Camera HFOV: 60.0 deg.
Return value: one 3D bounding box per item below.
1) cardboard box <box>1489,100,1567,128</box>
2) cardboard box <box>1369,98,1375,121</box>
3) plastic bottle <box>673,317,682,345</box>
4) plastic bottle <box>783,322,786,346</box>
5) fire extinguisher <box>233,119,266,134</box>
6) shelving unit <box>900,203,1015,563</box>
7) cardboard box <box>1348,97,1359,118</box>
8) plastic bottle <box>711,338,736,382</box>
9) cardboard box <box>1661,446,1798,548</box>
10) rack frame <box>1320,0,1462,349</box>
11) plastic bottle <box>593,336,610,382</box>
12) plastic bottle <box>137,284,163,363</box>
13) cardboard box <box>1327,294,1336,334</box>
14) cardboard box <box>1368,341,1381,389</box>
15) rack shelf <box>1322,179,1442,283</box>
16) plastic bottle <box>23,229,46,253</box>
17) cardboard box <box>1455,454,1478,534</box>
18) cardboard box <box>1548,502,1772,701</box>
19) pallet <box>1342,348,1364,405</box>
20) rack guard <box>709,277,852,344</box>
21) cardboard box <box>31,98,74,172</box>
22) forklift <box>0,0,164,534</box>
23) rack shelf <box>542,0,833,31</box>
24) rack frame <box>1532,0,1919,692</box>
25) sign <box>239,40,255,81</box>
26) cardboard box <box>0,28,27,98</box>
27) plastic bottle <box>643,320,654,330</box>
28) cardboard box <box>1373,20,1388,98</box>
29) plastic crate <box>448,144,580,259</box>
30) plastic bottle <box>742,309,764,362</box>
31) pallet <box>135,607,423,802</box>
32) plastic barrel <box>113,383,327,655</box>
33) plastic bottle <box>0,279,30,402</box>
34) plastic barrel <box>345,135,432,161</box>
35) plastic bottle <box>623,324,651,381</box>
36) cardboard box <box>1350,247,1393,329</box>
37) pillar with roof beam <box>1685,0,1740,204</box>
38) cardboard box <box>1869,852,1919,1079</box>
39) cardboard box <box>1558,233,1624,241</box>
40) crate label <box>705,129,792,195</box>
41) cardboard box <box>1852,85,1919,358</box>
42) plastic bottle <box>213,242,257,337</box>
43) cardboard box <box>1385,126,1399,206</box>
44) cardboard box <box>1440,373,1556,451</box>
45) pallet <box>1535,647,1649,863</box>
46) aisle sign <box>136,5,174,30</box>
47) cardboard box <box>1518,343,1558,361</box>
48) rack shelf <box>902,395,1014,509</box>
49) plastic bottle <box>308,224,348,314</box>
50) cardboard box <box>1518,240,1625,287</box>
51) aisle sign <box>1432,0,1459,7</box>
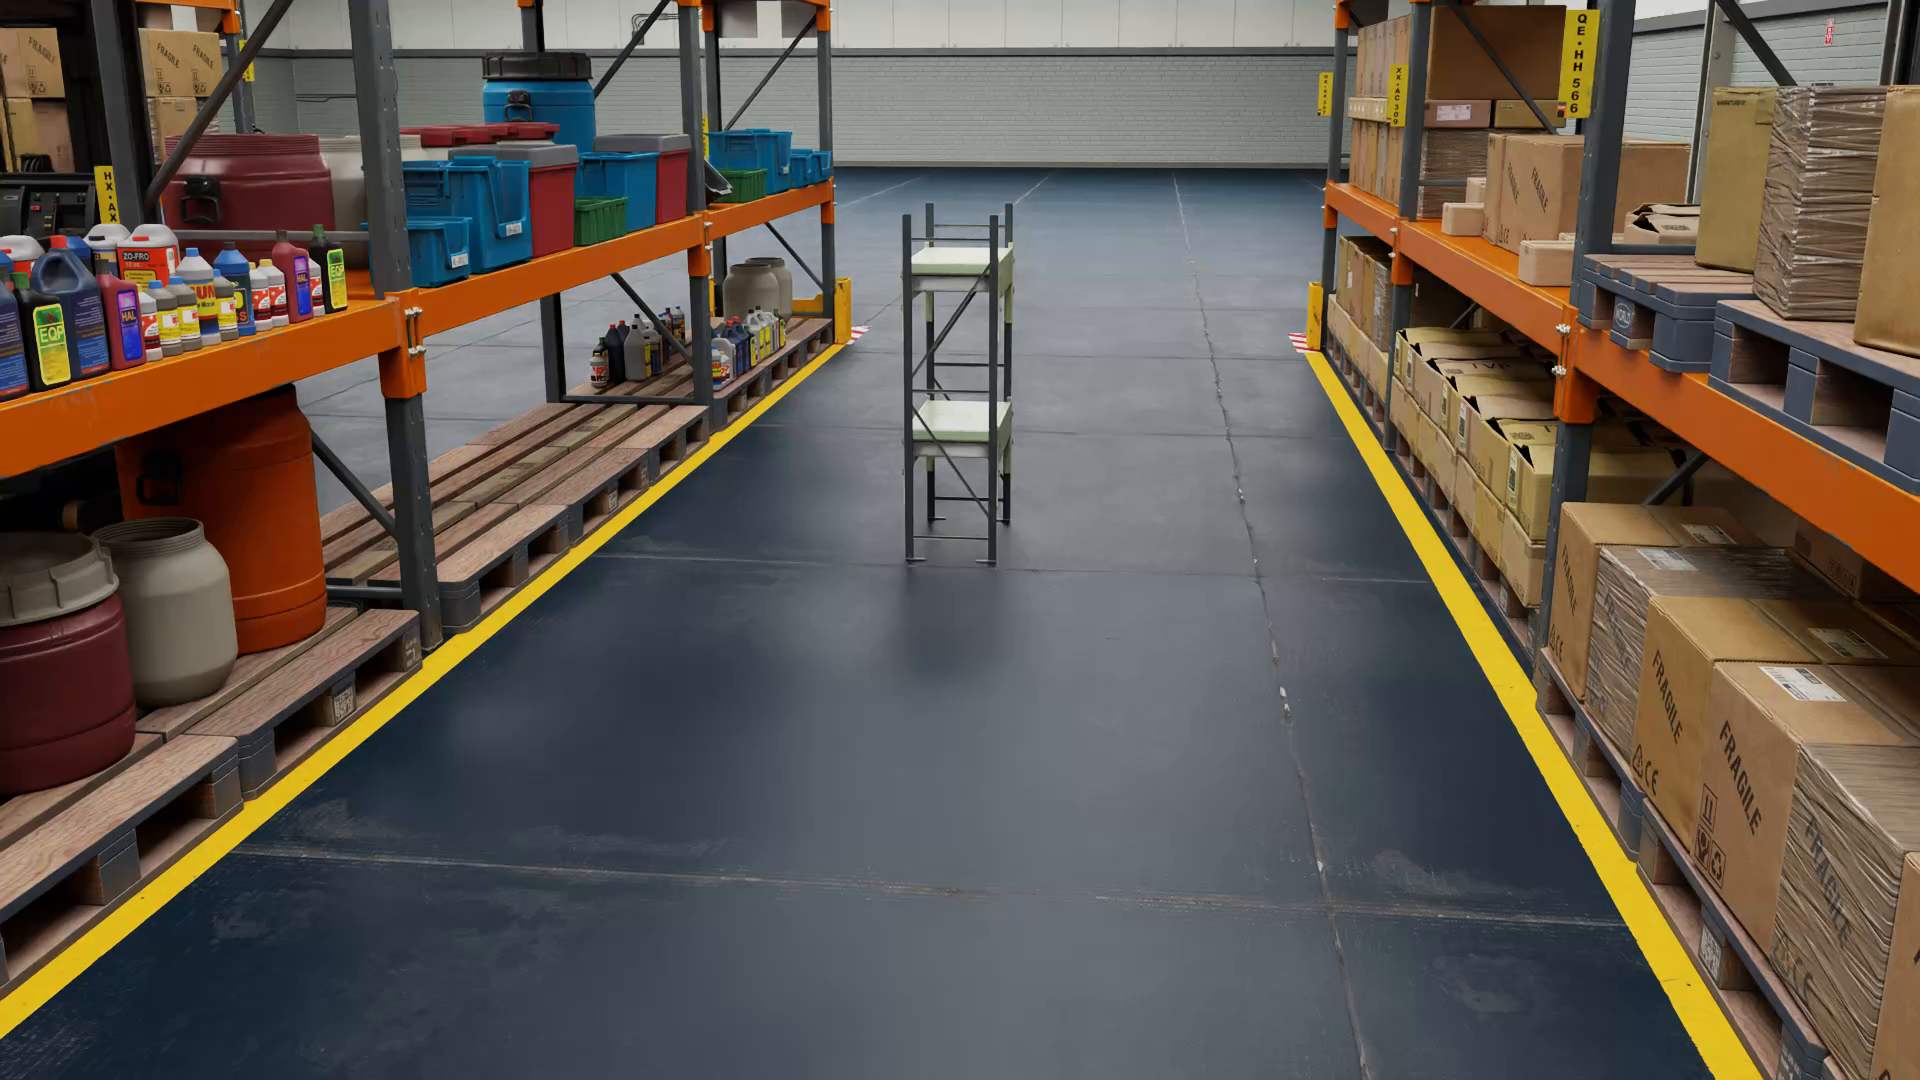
[{"bbox_3d":[3.158,-2.375,9.265,0.380,0.149,0.250,2,15,6],"label":"cardboard box"},{"bbox_3d":[2.985,-2.919,11.277,0.380,0.149,0.250,2,15,6],"label":"cardboard box"},{"bbox_3d":[-2.061,-1.508,12.010,0.097,0.201,0.097,0,15,0],"label":"plastic bottle"},{"bbox_3d":[-1.307,-1.506,12.005,0.097,0.201,0.097,0,15,0],"label":"plastic bottle"},{"bbox_3d":[-5.986,-3.259,14.115,0.296,0.674,0.183,2,15,6],"label":"fire extinguisher"},{"bbox_3d":[0.001,-0.726,7.473,0.431,1.500,0.755,2,15,6],"label":"shelving unit"},{"bbox_3d":[3.128,-3.253,12.513,0.380,0.149,0.250,2,15,6],"label":"cardboard box"},{"bbox_3d":[-1.506,-1.149,10.539,0.152,0.276,0.135,2,15,8],"label":"plastic bottle"},{"bbox_3d":[2.834,-0.186,5.991,0.500,0.311,0.500,2,15,8],"label":"cardboard box"},{"bbox_3d":[3.386,-2.987,12.963,1.000,3.000,0.127,2,15,6],"label":"rack frame"},{"bbox_3d":[-2.260,-1.132,10.464,0.061,0.283,0.133,2,15,9],"label":"plastic bottle"},{"bbox_3d":[-2.194,-0.580,4.441,0.097,0.201,0.097,0,15,0],"label":"plastic bottle"},{"bbox_3d":[3.105,-1.730,12.777,0.500,0.250,0.500,2,15,6],"label":"cardboard box"},{"bbox_3d":[2.836,-1.081,10.378,0.500,0.250,0.500,2,15,6],"label":"cardboard box"},{"bbox_3d":[3.160,-2.121,11.139,1.077,0.370,4.000,2,15,6],"label":"rack shelf"},{"bbox_3d":[-2.890,-0.816,5.158,0.061,0.283,0.133,2,15,6],"label":"plastic bottle"},{"bbox_3d":[2.415,-0.196,7.102,0.500,0.250,0.500,2,15,8],"label":"cardboard box"},{"bbox_3d":[2.148,0.192,5.153,0.500,0.500,0.500,2,15,9],"label":"cardboard box"},{"bbox_3d":[3.201,-1.126,11.422,1.003,0.211,1.213,2,15,6],"label":"pallet"},{"bbox_3d":[-1.497,-1.906,13.755,1.175,0.500,0.348,2,15,6],"label":"rack guard"},{"bbox_3d":[-6.748,-2.811,11.548,0.875,0.500,0.500,2,15,6],"label":"cardboard box"},{"bbox_3d":[-4.566,-1.534,7.721,1.130,2.935,3.031,2,15,7],"label":"forklift"},{"bbox_3d":[-1.761,-3.716,11.290,1.077,0.370,4.000,2,15,6],"label":"rack shelf"},{"bbox_3d":[2.483,-0.912,5.290,1.000,3.000,0.127,2,15,6],"label":"rack frame"},{"bbox_3d":[-5.907,-3.970,13.774,0.100,0.325,0.005,2,15,6],"label":"sign"},{"bbox_3d":[-6.550,-3.156,10.910,0.500,0.500,0.500,2,15,6],"label":"cardboard box"},{"bbox_3d":[-2.120,-1.345,11.266,0.152,0.276,0.135,2,15,7],"label":"plastic bottle"},{"bbox_3d":[3.205,-3.260,11.295,0.700,0.500,0.500,2,15,6],"label":"cardboard box"},{"bbox_3d":[-1.952,-1.500,7.341,0.402,0.464,0.583,2,15,6],"label":"plastic crate"},{"bbox_3d":[-1.414,-1.387,11.276,0.144,0.351,0.185,2,15,6],"label":"plastic bottle"},{"bbox_3d":[-2.485,0.493,5.436,1.003,0.211,1.213,2,15,6],"label":"pallet"},{"bbox_3d":[-2.476,-0.087,5.590,0.600,0.830,0.708,2,15,6],"label":"plastic barrel"},{"bbox_3d":[-2.284,-0.499,3.855,0.144,0.351,0.185,2,15,6],"label":"plastic bottle"},{"bbox_3d":[-2.487,-1.496,7.232,0.421,0.512,0.421,0,15,0],"label":"plastic barrel"},{"bbox_3d":[-2.057,-1.202,10.591,0.144,0.351,0.185,2,15,6],"label":"plastic bottle"},{"bbox_3d":[2.933,-1.703,11.241,0.500,0.500,0.500,2,15,6],"label":"cardboard box"},{"bbox_3d":[6.166,-8.770,22.857,9.100,9.000,0.400,2,15,6],"label":"pillar with roof beam"},{"bbox_3d":[1.867,0.855,2.700,0.500,0.500,0.500,2,15,6],"label":"cardboard box"},{"bbox_3d":[2.571,-1.124,6.552,0.380,0.149,0.250,3,15,10],"label":"cardboard box"},{"bbox_3d":[-1.474,-2.666,11.707,0.502,0.435,0.616,2,15,6],"label":"crate label"},{"bbox_3d":[2.170,-0.586,3.087,0.700,0.500,0.500,-2,15,-8],"label":"cardboard box"},{"bbox_3d":[-2.139,-0.740,4.899,0.097,0.271,0.097,0,15,0],"label":"plastic bottle"},{"bbox_3d":[3.092,-2.380,10.527,0.700,0.500,0.500,2,15,7],"label":"cardboard box"},{"bbox_3d":[2.468,-0.597,7.513,0.500,0.311,0.500,2,15,8],"label":"cardboard box"},{"bbox_3d":[2.362,0.626,4.942,1.003,0.211,1.213,2,15,6],"label":"pallet"},{"bbox_3d":[-6.748,-4.560,13.799,0.394,0.787,0.004,2,15,6],"label":"aisle sign"},{"bbox_3d":[3.121,-0.847,8.438,0.500,0.311,0.500,2,15,8],"label":"cardboard box"},{"bbox_3d":[0.001,-0.411,7.558,0.431,0.370,0.720,2,15,6],"label":"rack shelf"},{"bbox_3d":[-2.060,-0.885,5.414,0.061,0.283,0.133,2,15,6],"label":"plastic bottle"},{"bbox_3d":[2.310,-1.033,6.215,0.380,0.149,0.250,2,15,6],"label":"cardboard box"},{"bbox_3d":[3.685,-4.251,12.655,0.394,0.787,0.004,2,15,6],"label":"aisle sign"}]
